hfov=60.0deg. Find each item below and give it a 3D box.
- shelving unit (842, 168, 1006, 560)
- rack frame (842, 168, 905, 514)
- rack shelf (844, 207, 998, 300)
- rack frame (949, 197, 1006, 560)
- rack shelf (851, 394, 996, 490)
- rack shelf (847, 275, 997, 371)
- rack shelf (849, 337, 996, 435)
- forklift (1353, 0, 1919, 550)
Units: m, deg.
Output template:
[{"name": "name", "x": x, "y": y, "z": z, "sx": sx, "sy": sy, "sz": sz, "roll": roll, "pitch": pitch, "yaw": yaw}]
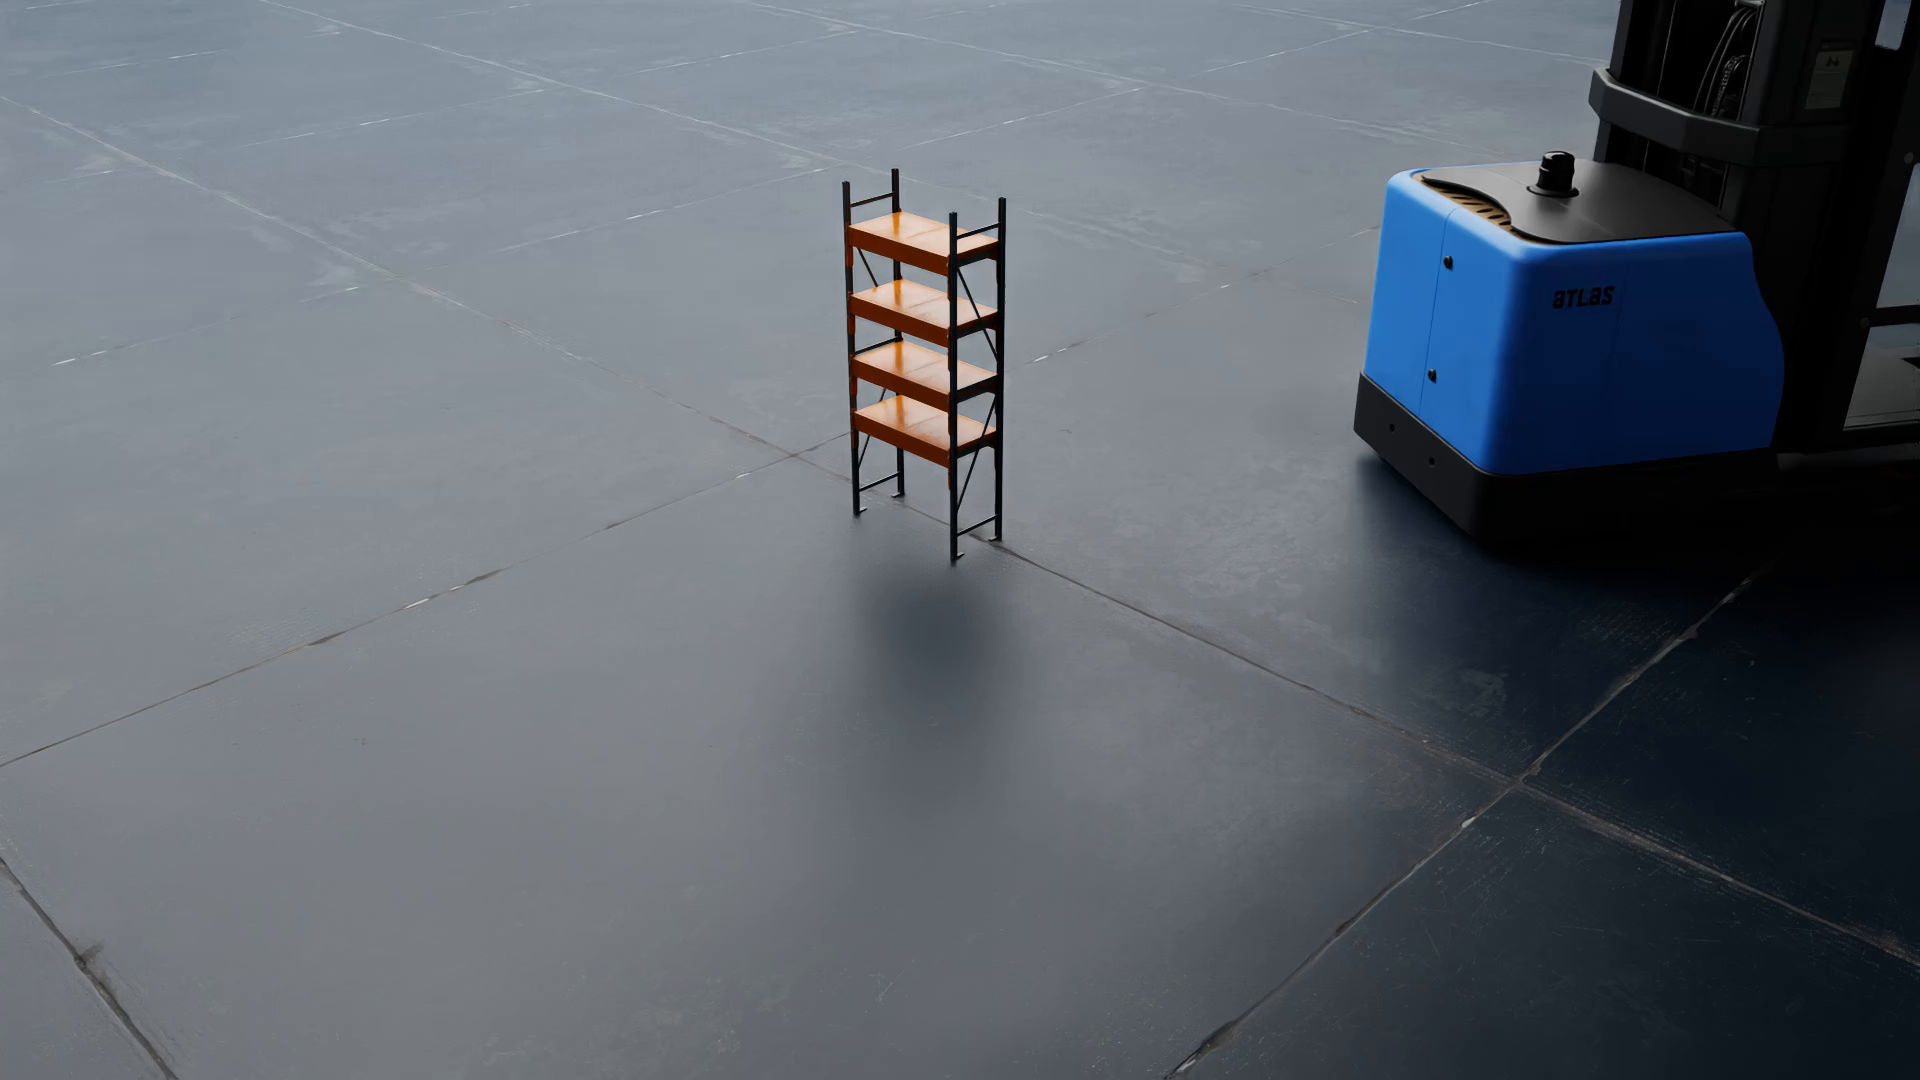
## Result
[{"name": "shelving unit", "x": -0.118, "y": -0.585, "z": 5.573, "sx": 0.503, "sy": 1.200, "sz": 0.258, "roll": 25, "pitch": 36, "yaw": 38}, {"name": "rack frame", "x": -0.292, "y": -0.665, "z": 5.725, "sx": 0.015, "sy": 1.200, "sz": 0.240, "roll": 25, "pitch": 36, "yaw": 38}, {"name": "rack shelf", "x": -0.118, "y": -0.933, "z": 5.391, "sx": 0.480, "sy": 0.148, "sz": 0.258, "roll": 25, "pitch": 36, "yaw": 38}, {"name": "rack frame", "x": 0.056, "y": -0.505, "z": 5.422, "sx": 0.015, "sy": 1.200, "sz": 0.240, "roll": 25, "pitch": 36, "yaw": 38}, {"name": "rack shelf", "x": -0.118, "y": -0.350, "z": 5.697, "sx": 0.480, "sy": 0.148, "sz": 0.258, "roll": 25, "pitch": 36, "yaw": 38}, {"name": "rack shelf", "x": -0.118, "y": -0.724, "z": 5.501, "sx": 0.480, "sy": 0.148, "sz": 0.258, "roll": 25, "pitch": 36, "yaw": 38}, {"name": "rack shelf", "x": -0.118, "y": -0.526, "z": 5.605, "sx": 0.480, "sy": 0.148, "sz": 0.258, "roll": 25, "pitch": 36, "yaw": 38}, {"name": "forklift", "x": 3.087, "y": -1.619, "z": 5.680, "sx": 3.031, "sy": 2.935, "sz": 1.130, "roll": -6, "pitch": 28, "yaw": -12}]
